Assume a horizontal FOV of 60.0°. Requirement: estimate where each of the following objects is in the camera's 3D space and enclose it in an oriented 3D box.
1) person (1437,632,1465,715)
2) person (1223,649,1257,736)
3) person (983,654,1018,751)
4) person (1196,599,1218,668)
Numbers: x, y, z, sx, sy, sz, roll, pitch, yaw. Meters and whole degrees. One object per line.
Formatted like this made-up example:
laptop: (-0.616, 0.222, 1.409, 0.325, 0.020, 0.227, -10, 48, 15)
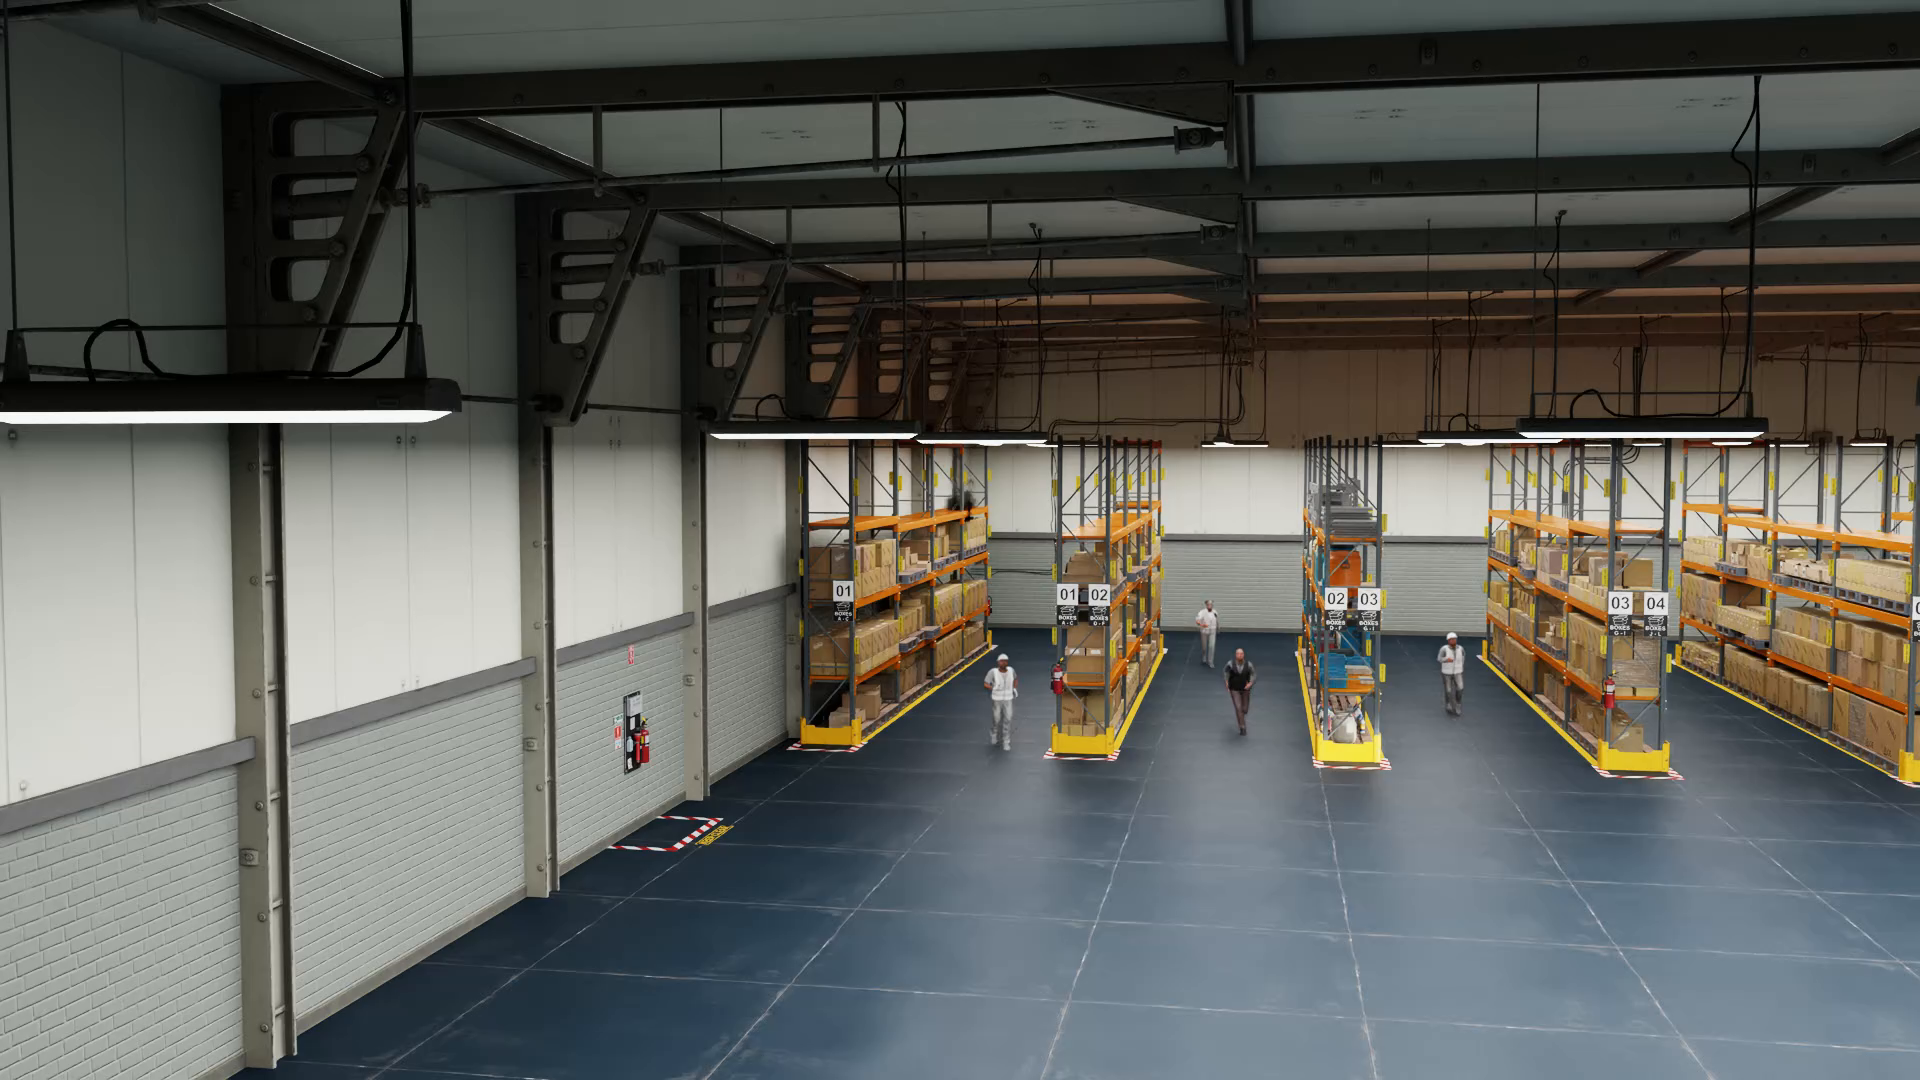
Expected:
person: (10.680, 2.897, 36.127, 0.640, 1.795, 0.777, 0, 3, 6)
person: (5.674, 3.058, 33.739, 0.681, 1.713, 0.886, 0, 3, 4)
person: (0.795, 3.104, 31.986, 0.718, 1.838, 0.824, -1, 3, -13)
person: (6.572, 2.463, 44.131, 0.652, 1.788, 0.859, 0, 3, -7)
